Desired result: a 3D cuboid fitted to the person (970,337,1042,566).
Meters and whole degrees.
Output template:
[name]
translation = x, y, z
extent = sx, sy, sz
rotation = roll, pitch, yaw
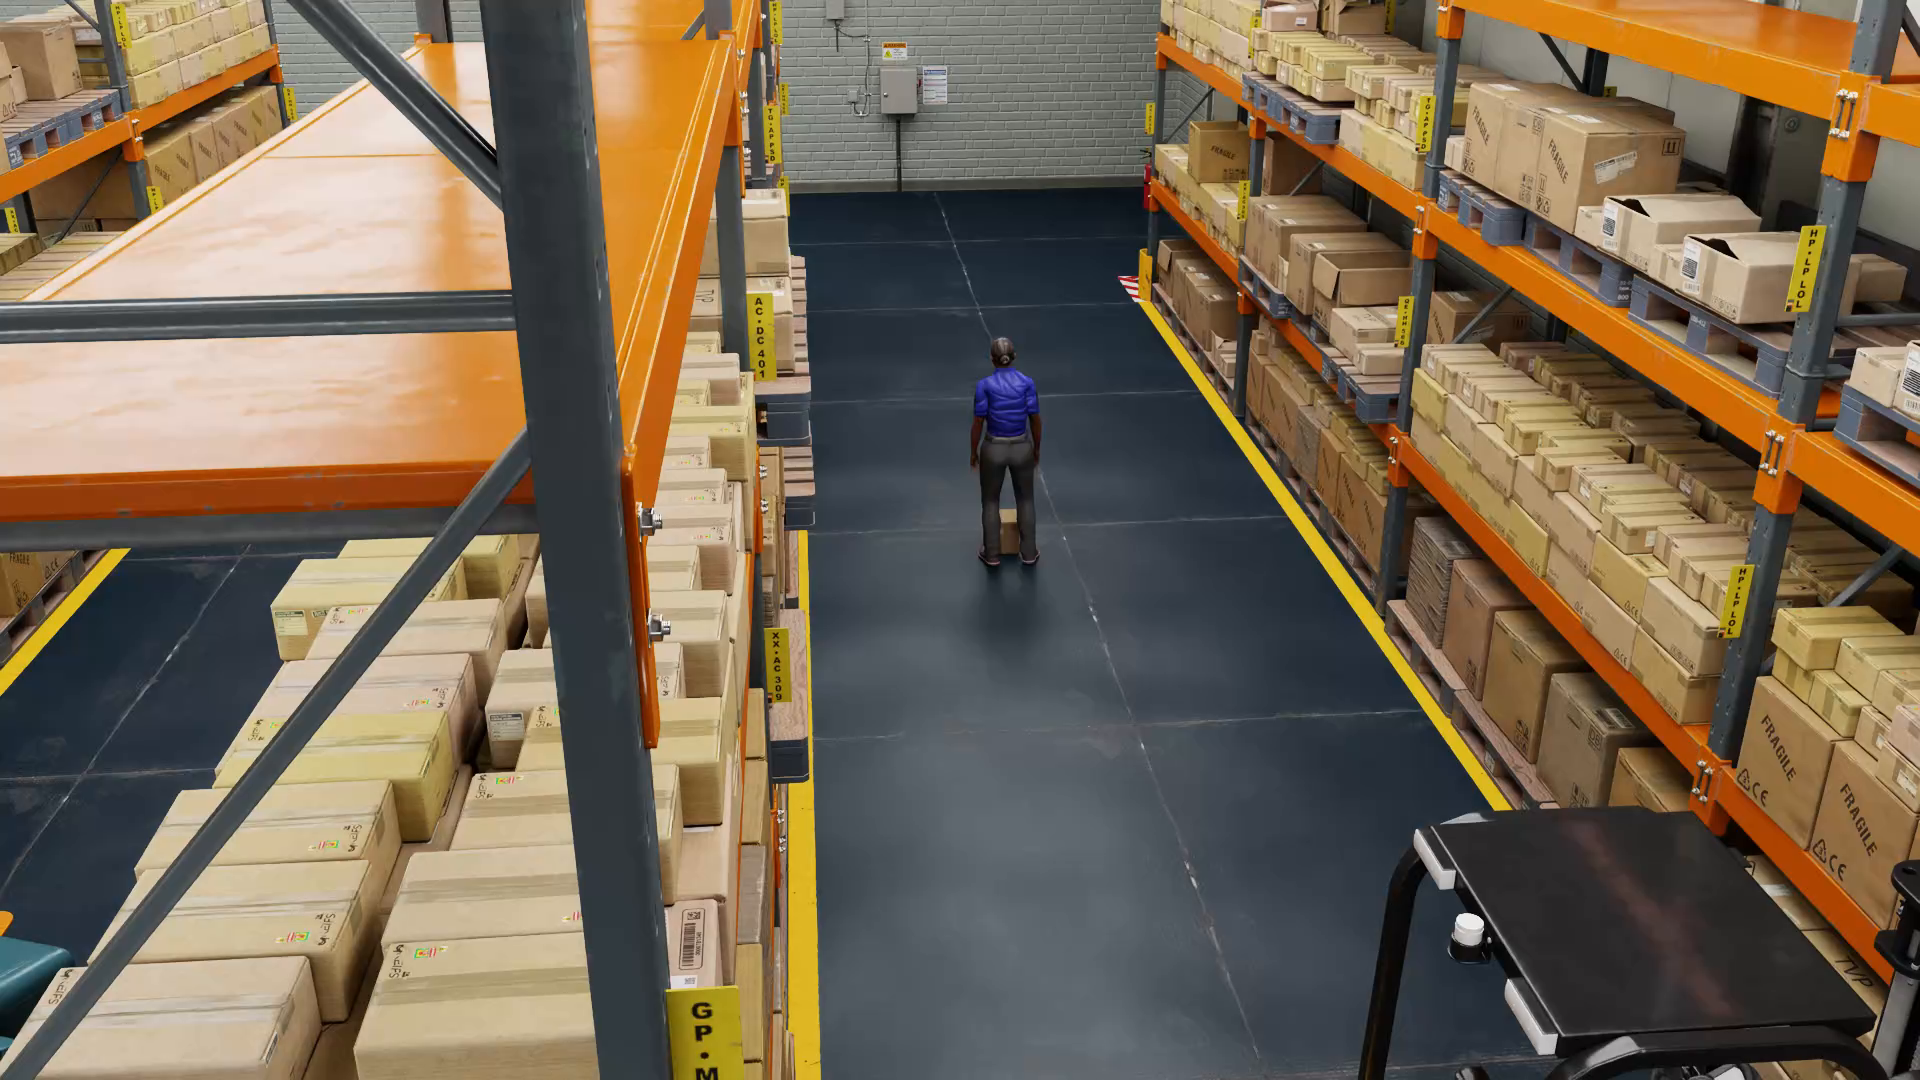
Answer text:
[person]
translation = 0.330, -0.612, 11.694
extent = 0.523, 1.655, 0.351
rotation = -3, 24, -7
